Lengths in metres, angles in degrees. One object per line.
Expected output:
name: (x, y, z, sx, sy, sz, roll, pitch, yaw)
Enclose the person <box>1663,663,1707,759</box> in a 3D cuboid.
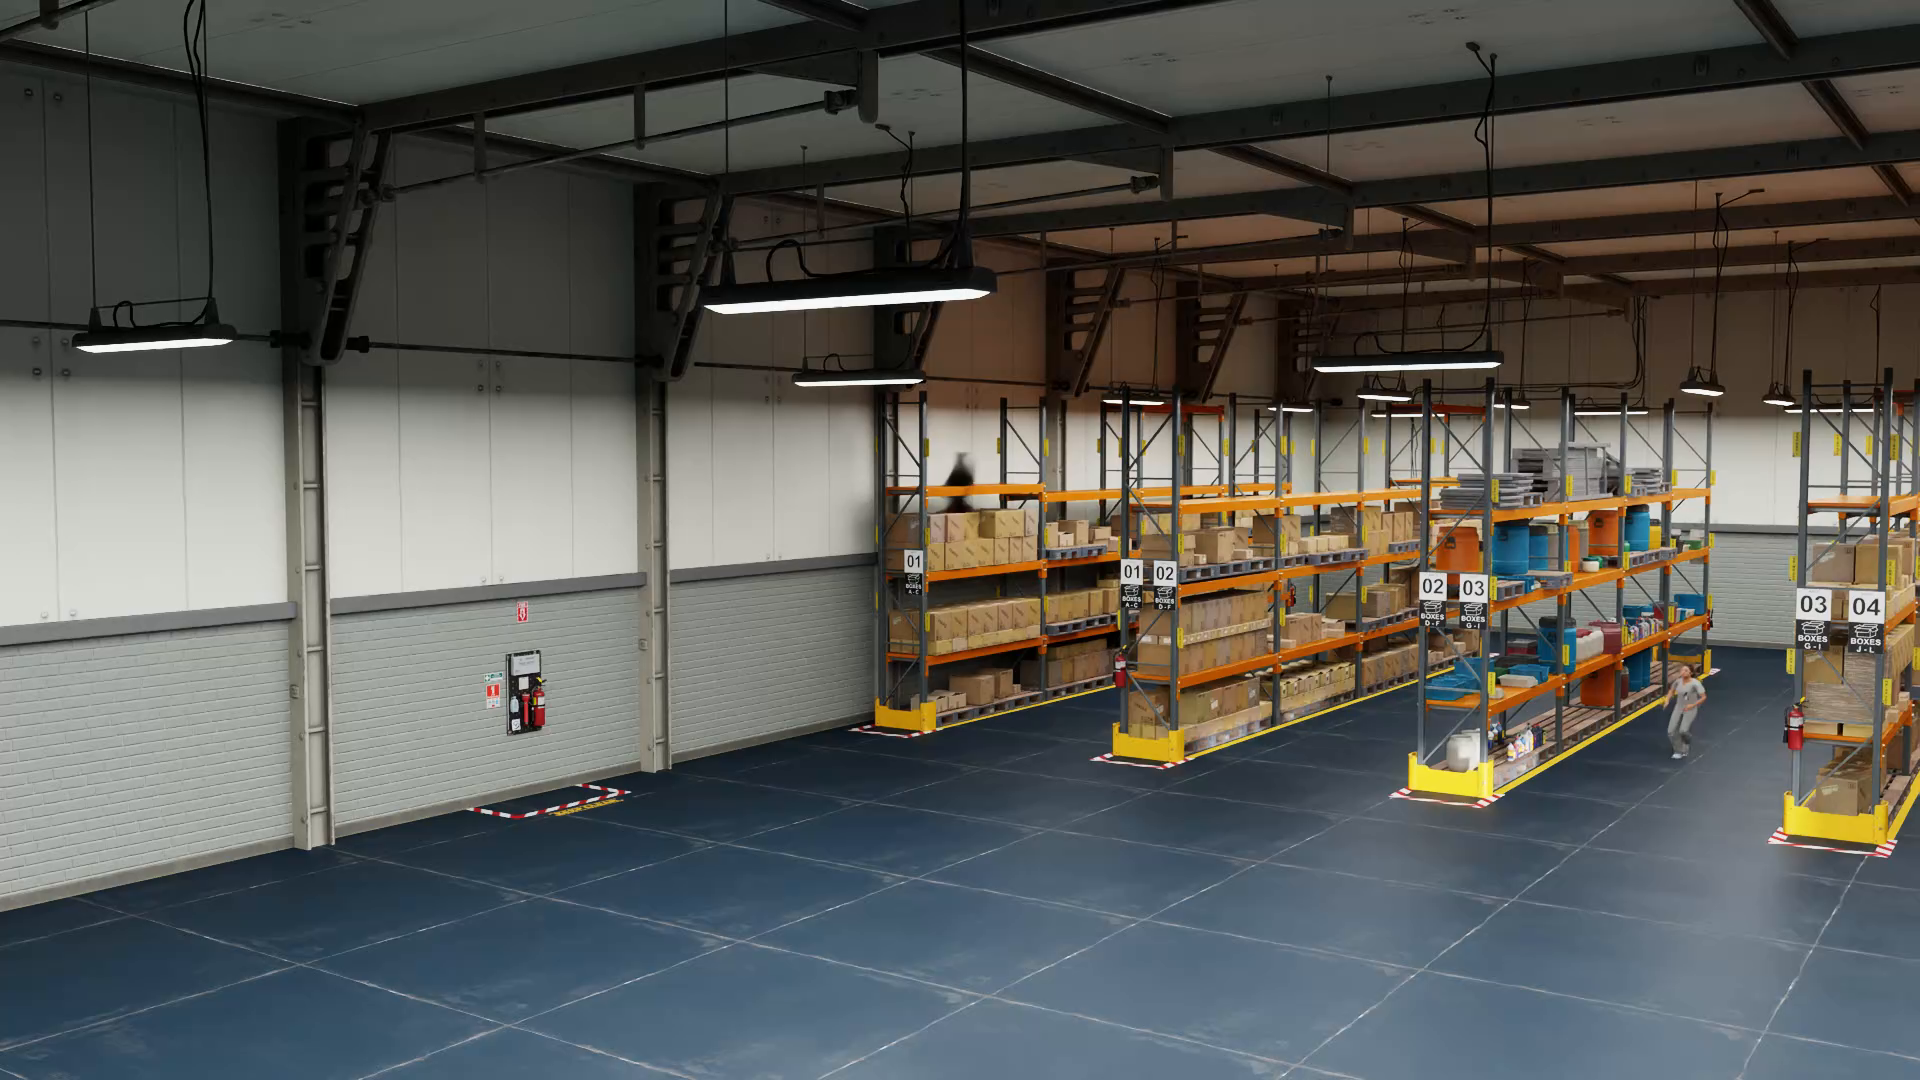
person: (11.646, 2.752, 26.682, 0.525, 1.578, 0.634, -3, 4, -44)
